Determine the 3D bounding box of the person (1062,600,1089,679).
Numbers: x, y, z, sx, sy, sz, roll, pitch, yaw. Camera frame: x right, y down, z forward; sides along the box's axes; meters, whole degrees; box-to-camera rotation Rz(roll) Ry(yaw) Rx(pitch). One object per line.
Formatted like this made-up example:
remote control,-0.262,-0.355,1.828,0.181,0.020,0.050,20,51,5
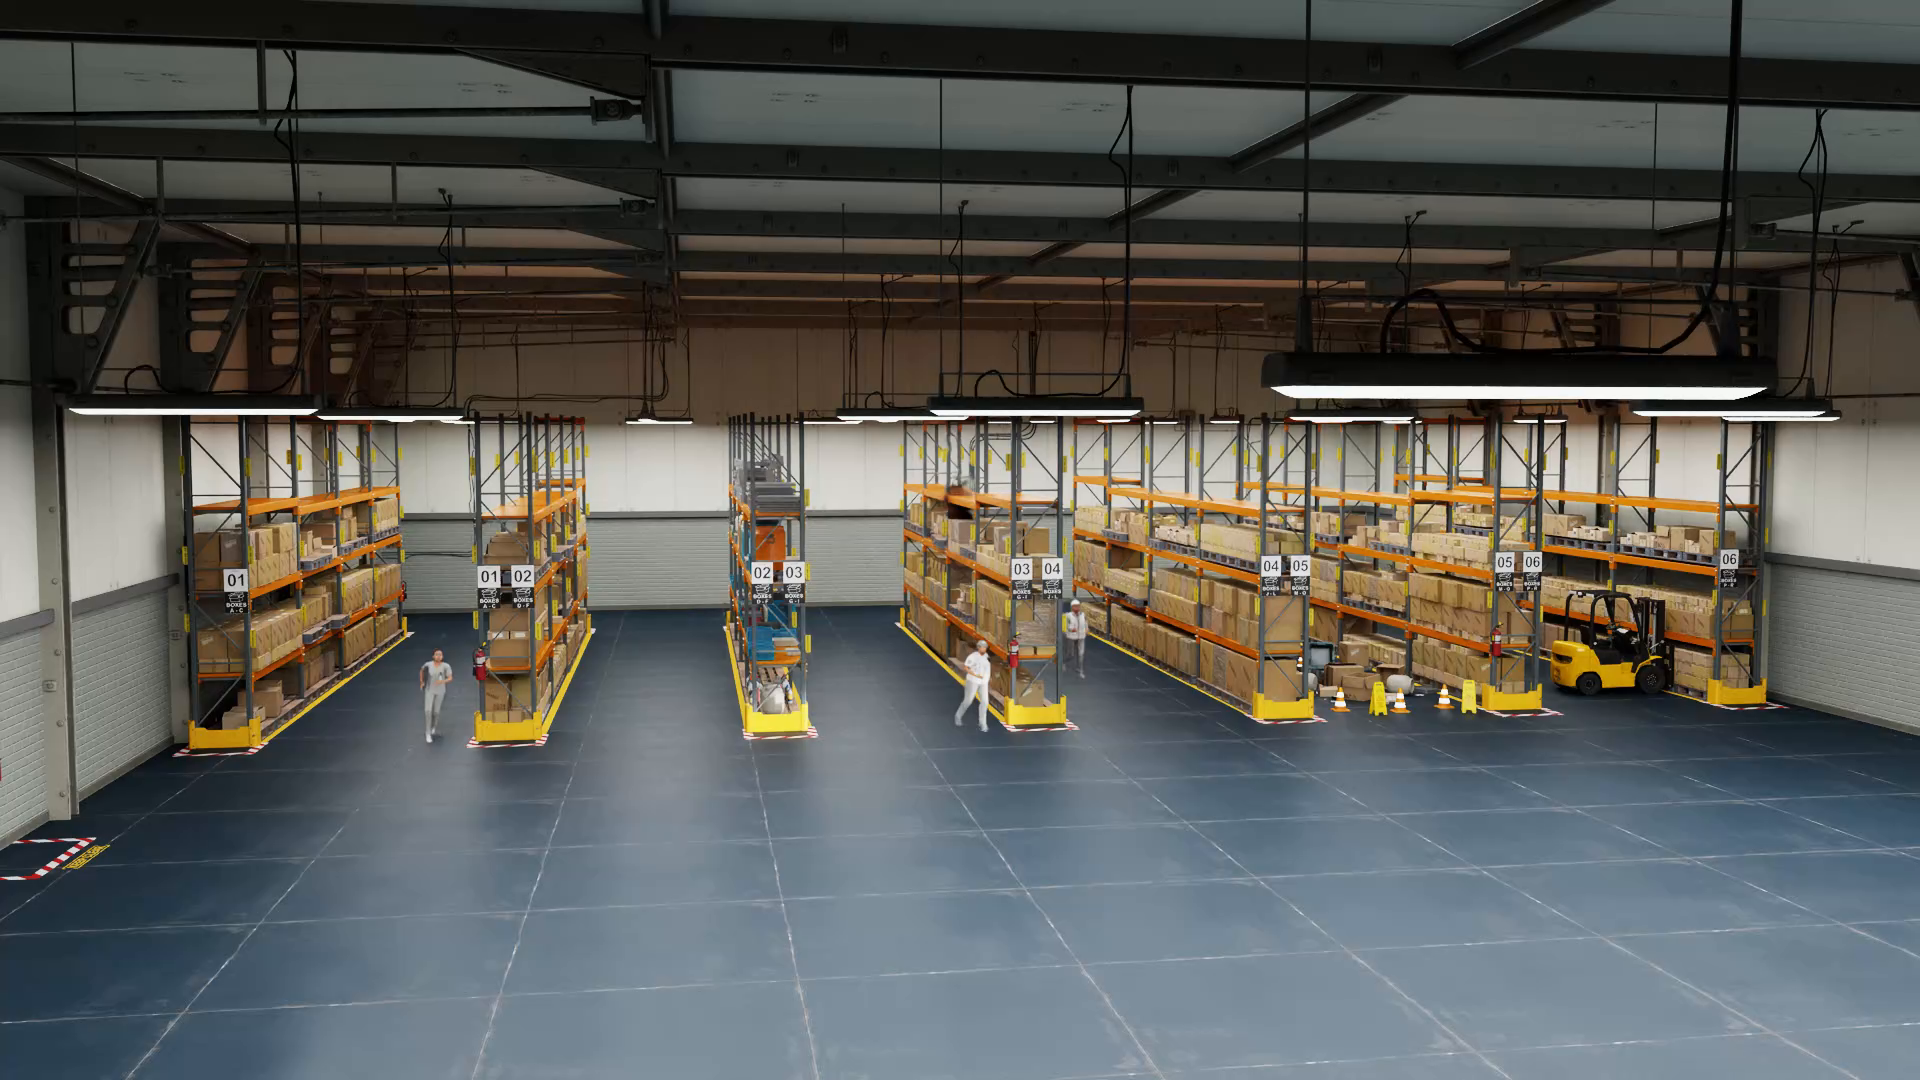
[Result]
person,2.677,2.250,38.137,0.550,1.779,0.949,-1,4,-16

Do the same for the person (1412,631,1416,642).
person,12.059,2.234,44.179,0.377,0.974,0.518,-1,4,-14

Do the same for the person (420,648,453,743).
person,-9.609,2.826,30.524,0.574,1.703,0.873,-1,4,-18

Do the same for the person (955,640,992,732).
person,0.350,2.750,31.629,0.693,1.694,0.841,-2,5,-32
